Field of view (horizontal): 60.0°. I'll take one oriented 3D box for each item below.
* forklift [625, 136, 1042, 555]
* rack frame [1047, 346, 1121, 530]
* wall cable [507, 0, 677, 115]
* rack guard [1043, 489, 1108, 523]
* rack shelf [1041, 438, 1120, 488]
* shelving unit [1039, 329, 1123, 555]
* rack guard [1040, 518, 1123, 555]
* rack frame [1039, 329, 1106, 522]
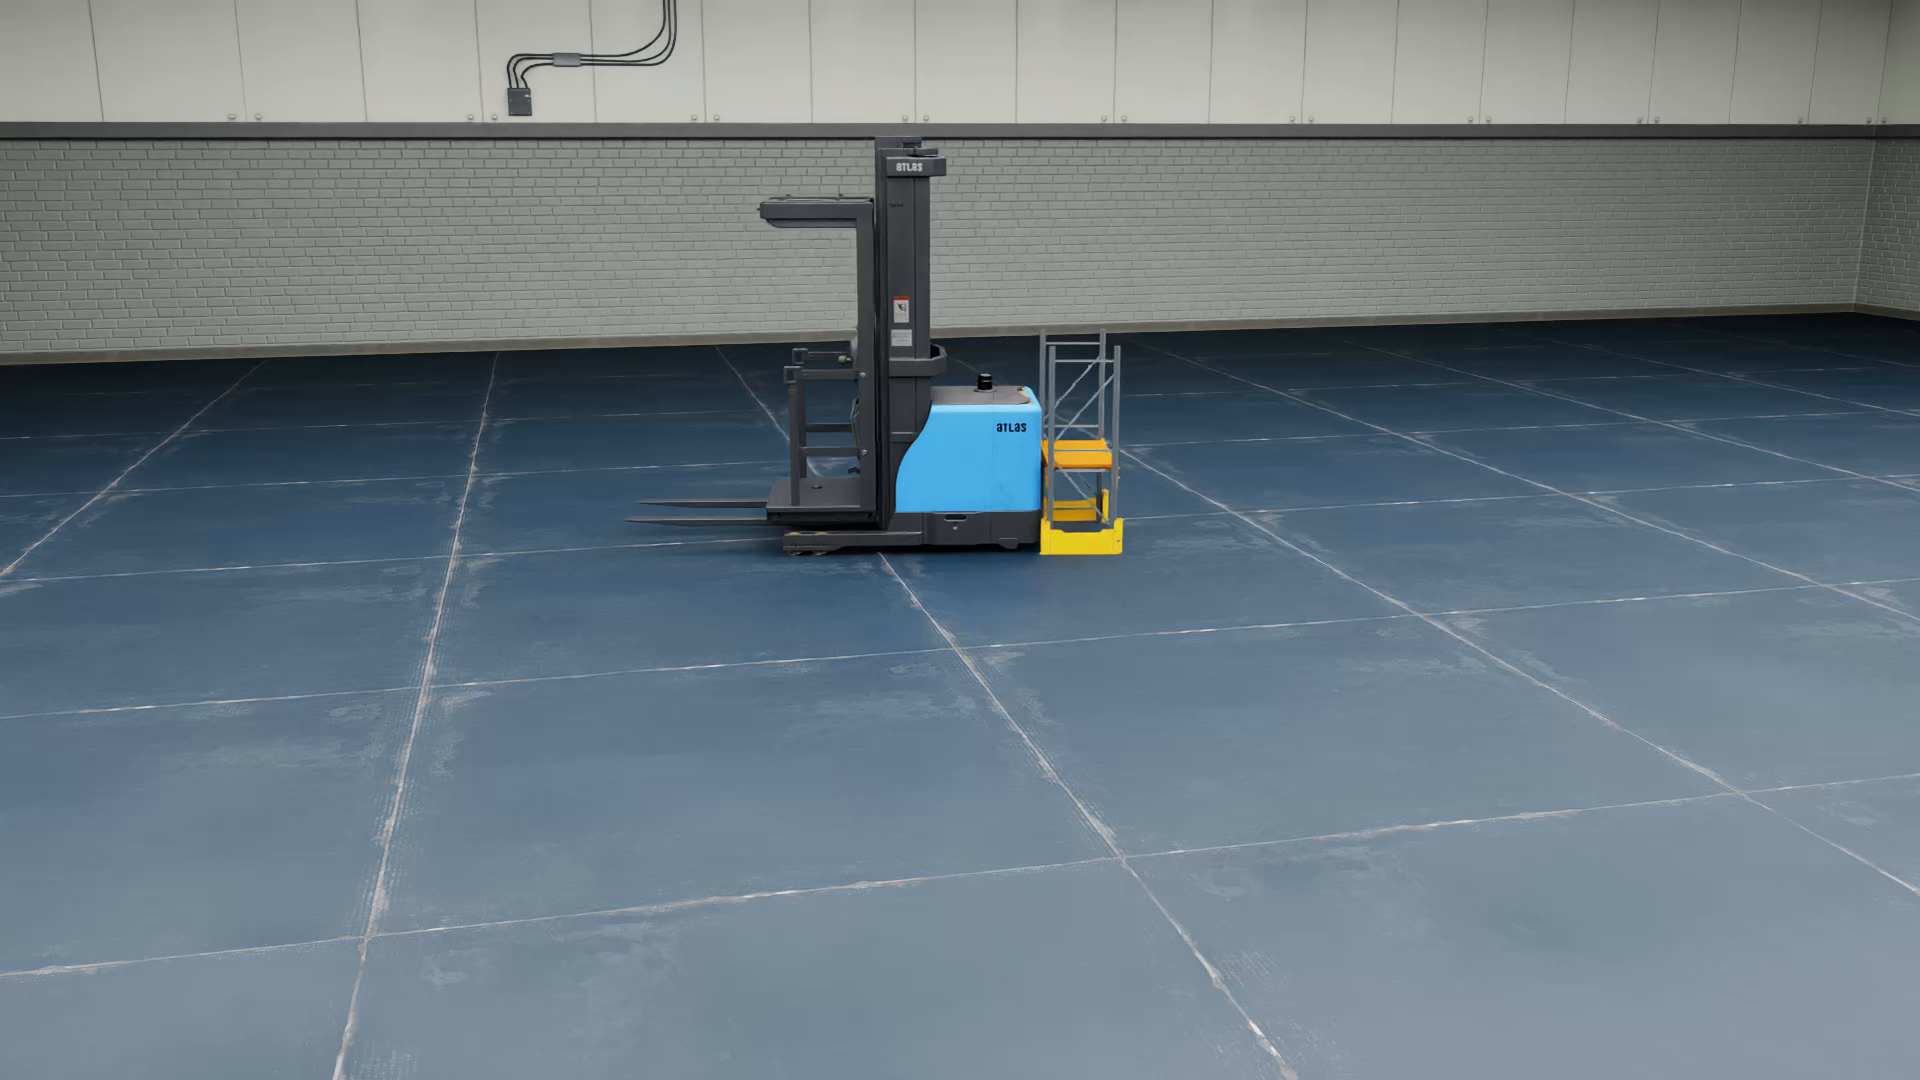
[{"bbox_3d":[-0.932,-1.441,12.151,3.031,2.935,1.130,0,14,-2],"label":"forklift"},{"bbox_3d":[0.877,-0.633,11.859,0.500,1.500,0.032,0,14,-1],"label":"rack frame"},{"bbox_3d":[-4.993,-8.744,22.090,2.305,6.003,0.169,-3,14,-13],"label":"wall cable"},{"bbox_3d":[0.860,-0.263,12.976,0.587,0.250,0.087,0,14,-1],"label":"rack guard"},{"bbox_3d":[0.868,-0.579,12.395,0.538,0.185,1.000,0,14,-1],"label":"rack shelf"},{"bbox_3d":[0.869,-0.752,12.344,0.587,1.500,1.083,0,14,-1],"label":"shelving unit"},{"bbox_3d":[0.877,-0.026,12.008,0.587,0.250,0.087,0,14,-1],"label":"rack guard"},{"bbox_3d":[0.860,-0.874,12.846,0.500,1.500,0.032,0,14,-1],"label":"rack frame"}]
